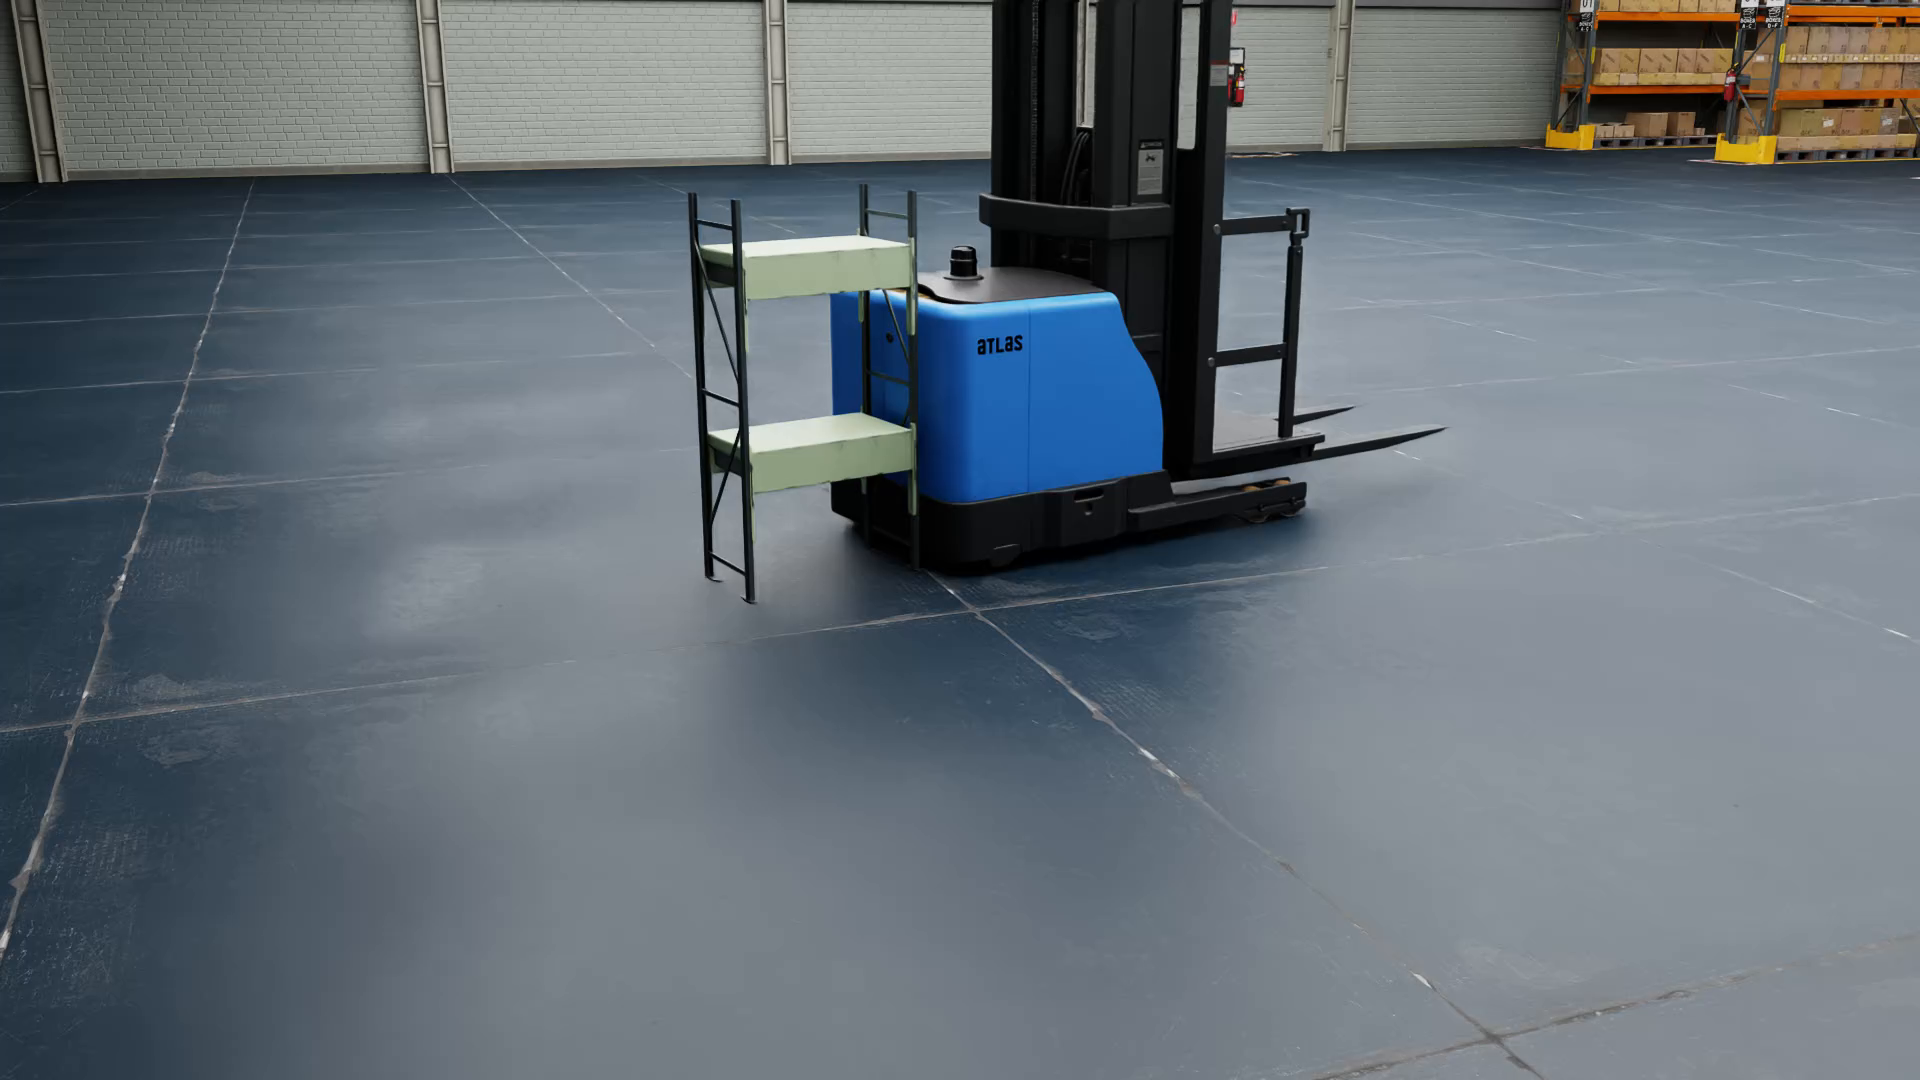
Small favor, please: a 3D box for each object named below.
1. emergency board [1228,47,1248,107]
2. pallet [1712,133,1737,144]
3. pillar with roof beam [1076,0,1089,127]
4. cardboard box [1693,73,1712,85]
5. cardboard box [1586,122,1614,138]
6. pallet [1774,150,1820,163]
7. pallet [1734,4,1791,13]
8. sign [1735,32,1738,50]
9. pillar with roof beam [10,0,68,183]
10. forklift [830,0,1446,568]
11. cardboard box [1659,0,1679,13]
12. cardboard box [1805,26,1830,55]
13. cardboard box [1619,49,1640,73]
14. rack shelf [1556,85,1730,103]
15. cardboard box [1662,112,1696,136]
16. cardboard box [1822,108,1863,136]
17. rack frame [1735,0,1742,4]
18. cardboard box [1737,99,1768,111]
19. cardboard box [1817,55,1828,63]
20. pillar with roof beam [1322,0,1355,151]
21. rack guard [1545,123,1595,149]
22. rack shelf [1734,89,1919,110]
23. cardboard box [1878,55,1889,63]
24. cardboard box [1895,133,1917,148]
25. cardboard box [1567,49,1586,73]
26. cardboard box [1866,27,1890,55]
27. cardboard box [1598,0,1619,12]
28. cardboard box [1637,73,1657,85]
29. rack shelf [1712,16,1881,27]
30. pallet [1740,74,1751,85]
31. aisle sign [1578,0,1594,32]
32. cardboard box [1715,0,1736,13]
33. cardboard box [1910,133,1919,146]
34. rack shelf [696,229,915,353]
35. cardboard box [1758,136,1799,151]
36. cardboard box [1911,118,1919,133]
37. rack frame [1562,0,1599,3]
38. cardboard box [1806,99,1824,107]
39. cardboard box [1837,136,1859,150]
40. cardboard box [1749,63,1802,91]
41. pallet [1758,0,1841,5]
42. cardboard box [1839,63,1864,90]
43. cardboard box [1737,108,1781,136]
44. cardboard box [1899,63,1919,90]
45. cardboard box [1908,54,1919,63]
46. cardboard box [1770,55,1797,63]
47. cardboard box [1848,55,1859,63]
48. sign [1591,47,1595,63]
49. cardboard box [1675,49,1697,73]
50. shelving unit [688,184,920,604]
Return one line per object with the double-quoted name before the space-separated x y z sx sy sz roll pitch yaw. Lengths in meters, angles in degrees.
"emergency board" 5.531 -9.377 33.705 0.643 1.169 0.194 -6 17 -20
"pallet" 17.572 -9.067 37.599 1.213 0.211 1.003 -6 17 -20
"pillar with roof beam" 3.790 -10.757 27.757 0.400 9.000 9.100 -6 17 -20
"cardboard box" 16.044 -10.088 36.358 0.500 0.250 0.500 -6 17 -20
"cardboard box" 13.789 -8.890 36.038 0.500 0.311 0.500 -8 18 -26
"pallet" 15.586 -7.370 31.820 1.213 0.211 1.003 -6 17 -20
"pallet" 17.460 -11.709 36.658 1.003 0.211 1.213 -6 17 -20
"sign" 14.705 -9.433 31.422 0.005 0.325 0.100 -6 17 -20
"pillar with roof beam" -13.019 -8.942 21.577 0.400 9.000 9.100 -6 17 -20
"forklift" 0.949 -1.592 7.318 3.031 2.935 1.130 -10 19 -32
"cardboard box" 15.003 -11.545 35.553 0.500 0.500 0.500 -5 17 -17
"cardboard box" 15.866 -9.394 31.283 0.500 0.500 0.700 -7 18 -22
"cardboard box" 14.129 -10.236 35.532 0.500 0.500 0.500 -6 17 -20
"rack shelf" 14.978 -9.779 36.352 4.000 0.370 1.077 -6 17 -20
"cardboard box" 15.891 -9.222 36.836 0.500 0.500 0.500 -8 18 -24
"cardboard box" 16.869 -8.008 31.847 0.500 0.500 0.500 -6 17 -20
"rack frame" 16.846 -13.204 36.092 0.127 3.000 1.000 -6 17 -20
"cardboard box" 17.937 -9.821 37.544 0.500 0.250 0.500 -7 18 -21
"cardboard box" 16.046 -9.039 31.226 0.250 0.149 0.380 -6 18 -21
"pillar with roof beam" 9.392 -11.362 29.817 0.400 9.000 9.100 -6 17 -20
"rack guard" 13.182 -8.731 35.943 0.348 0.500 1.175 -6 17 -20
"rack shelf" 16.754 -8.476 31.915 4.000 0.370 1.077 -6 17 -20
"cardboard box" 17.494 -9.196 31.762 0.250 0.149 0.380 -6 17 -20
"cardboard box" 18.267 -7.801 32.474 0.500 0.250 0.500 -6 17 -20
"cardboard box" 13.475 -10.324 35.829 0.500 0.500 0.500 -6 18 -21
"cardboard box" 17.270 -9.545 31.800 0.500 0.500 0.700 -6 17 -20
"cardboard box" 13.512 -11.387 35.016 0.500 0.500 0.500 -6 17 -19
"cardboard box" 14.637 -9.932 35.826 0.500 0.250 0.500 -6 18 -21
"rack shelf" 18.713 -11.622 37.303 4.000 0.370 1.077 -6 17 -20
"pallet" 17.611 -10.273 37.097 1.213 0.211 1.003 -6 17 -20
"aisle sign" 13.151 -11.084 34.904 0.004 0.787 0.394 -6 17 -20
"cardboard box" 16.460 -11.706 36.102 0.500 0.500 0.500 -6 17 -19
"cardboard box" 19.087 -7.881 32.745 0.500 0.250 0.500 -7 18 -21
"rack shelf" -0.586 -0.957 6.310 0.720 0.370 0.431 -10 19 -32
"cardboard box" 15.467 -7.497 31.440 0.500 0.250 0.500 -6 17 -20
"cardboard box" 19.097 -8.150 32.669 0.500 0.311 0.500 -6 17 -20
"rack frame" 13.111 -12.801 34.719 0.127 3.000 1.000 -6 17 -20
"cardboard box" 19.373 -9.973 38.062 0.500 0.250 0.500 -6 17 -19
"cardboard box" 16.868 -7.648 31.954 0.500 0.250 0.500 -6 17 -20
"cardboard box" 15.327 -8.711 31.262 0.500 0.500 0.700 -6 17 -20
"pallet" 15.556 -10.081 30.937 1.213 0.211 1.003 -6 17 -20
"cardboard box" 16.772 -8.868 31.796 0.500 0.500 0.700 -6 17 -18
"cardboard box" 15.281 -7.994 31.801 0.500 0.500 0.500 -6 17 -20
"cardboard box" 18.210 -9.025 32.328 0.500 0.500 0.700 -7 18 -22
"cardboard box" 18.213 -9.274 32.027 0.250 0.149 0.380 -7 18 -21
"cardboard box" 15.330 -8.962 30.964 0.250 0.149 0.380 -6 18 -20
"cardboard box" 16.766 -9.117 31.491 0.250 0.149 0.380 -6 17 -20
"sign" 13.305 -10.195 34.956 0.005 0.325 0.100 -6 17 -20
"cardboard box" 15.577 -10.395 36.071 0.500 0.500 0.500 -7 18 -22
"shelving unit" -0.586 -0.583 6.420 0.755 1.500 0.431 -10 19 -32
